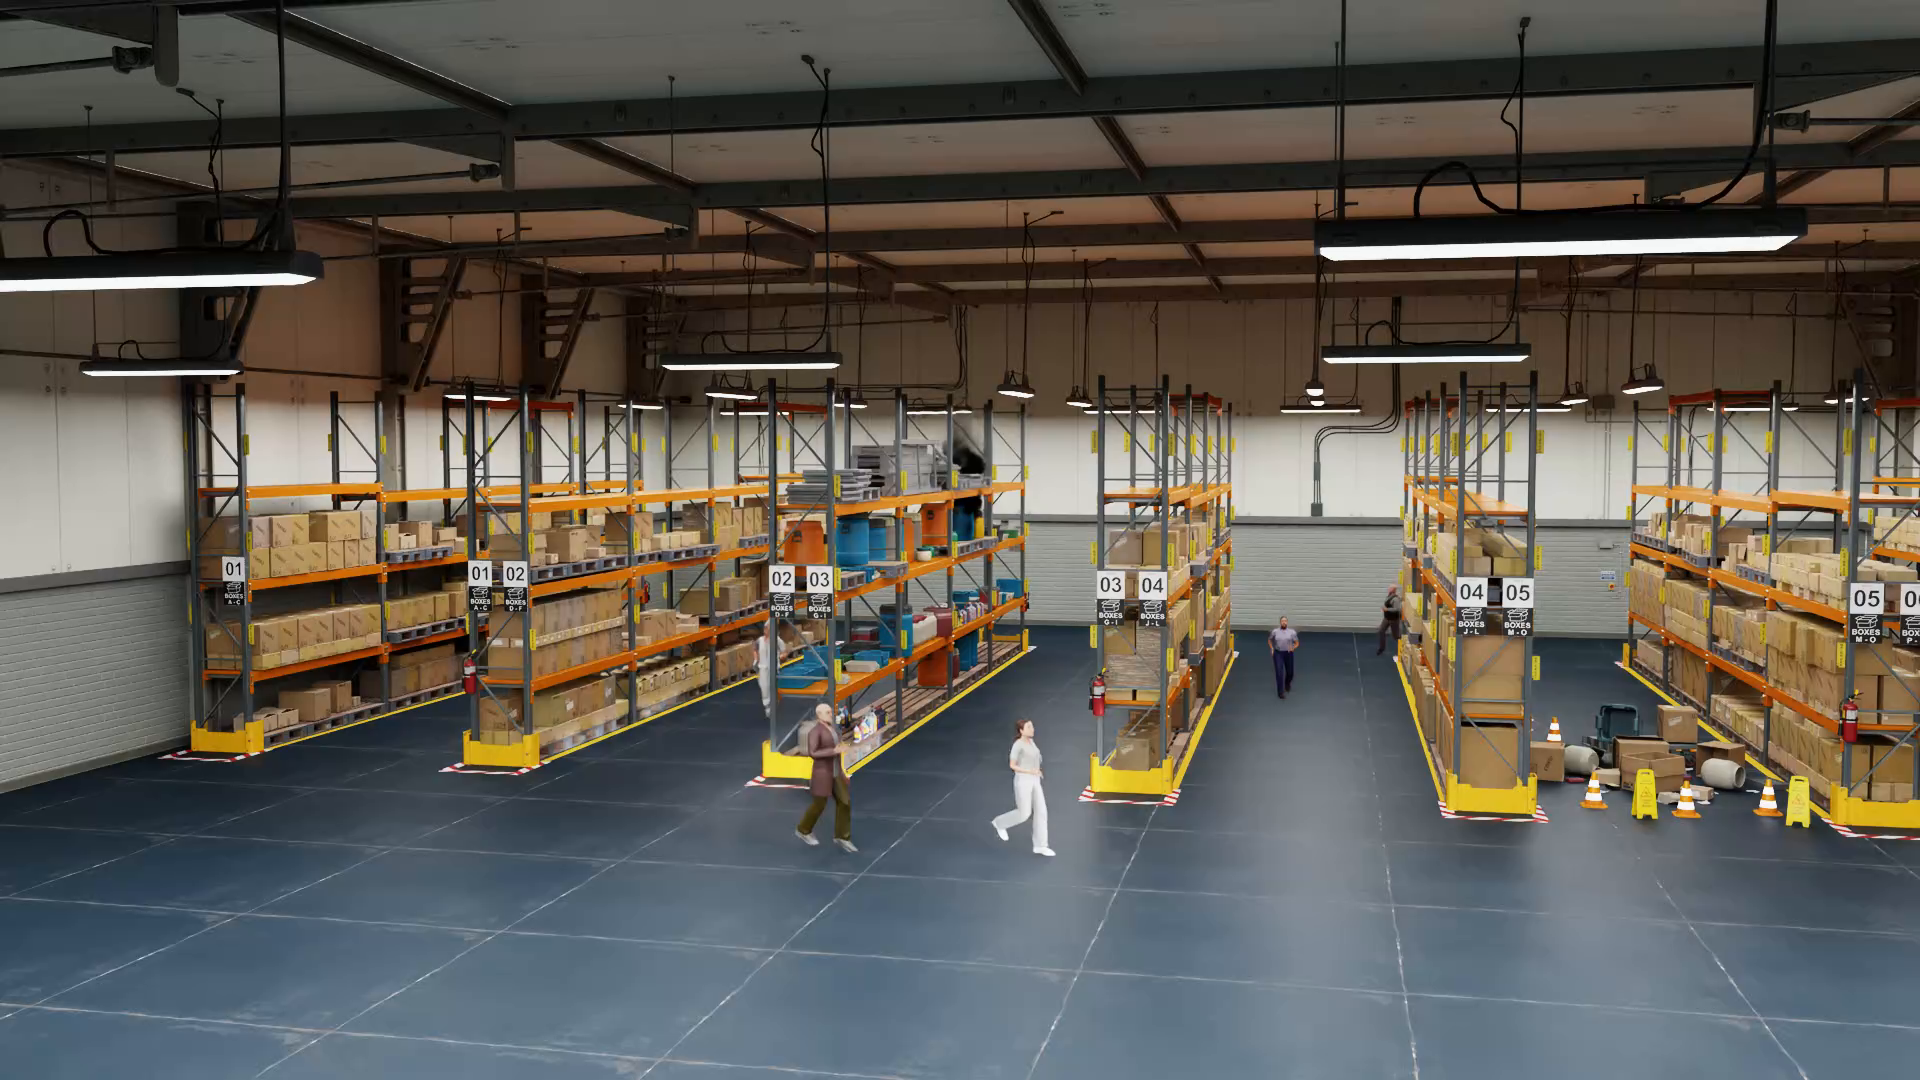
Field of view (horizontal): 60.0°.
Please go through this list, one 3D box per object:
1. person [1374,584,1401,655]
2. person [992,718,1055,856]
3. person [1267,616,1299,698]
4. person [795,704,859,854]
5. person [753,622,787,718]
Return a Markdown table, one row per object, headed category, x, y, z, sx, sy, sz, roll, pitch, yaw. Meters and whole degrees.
| category | x | y | z | sx | sy | sz | roll | pitch | yaw |
| --- | --- | --- | --- | --- | --- | --- | --- | --- | --- |
| person | 10.329 | 1.916 | 39.492 | 0.766 | 1.762 | 0.688 | -1 | 3 | -10 |
| person | 0.803 | 3.000 | 20.386 | 0.903 | 1.653 | 0.567 | 3 | 4 | 38 |
| person | 6.411 | 2.318 | 33.013 | 0.615 | 1.592 | 0.700 | 0 | 3 | 8 |
| person | -1.660 | 2.928 | 20.486 | 0.861 | 1.831 | 0.693 | 2 | 4 | 32 |
| person | -3.503 | 2.373 | 30.604 | 0.657 | 1.755 | 0.760 | 0 | 3 | 4 |
